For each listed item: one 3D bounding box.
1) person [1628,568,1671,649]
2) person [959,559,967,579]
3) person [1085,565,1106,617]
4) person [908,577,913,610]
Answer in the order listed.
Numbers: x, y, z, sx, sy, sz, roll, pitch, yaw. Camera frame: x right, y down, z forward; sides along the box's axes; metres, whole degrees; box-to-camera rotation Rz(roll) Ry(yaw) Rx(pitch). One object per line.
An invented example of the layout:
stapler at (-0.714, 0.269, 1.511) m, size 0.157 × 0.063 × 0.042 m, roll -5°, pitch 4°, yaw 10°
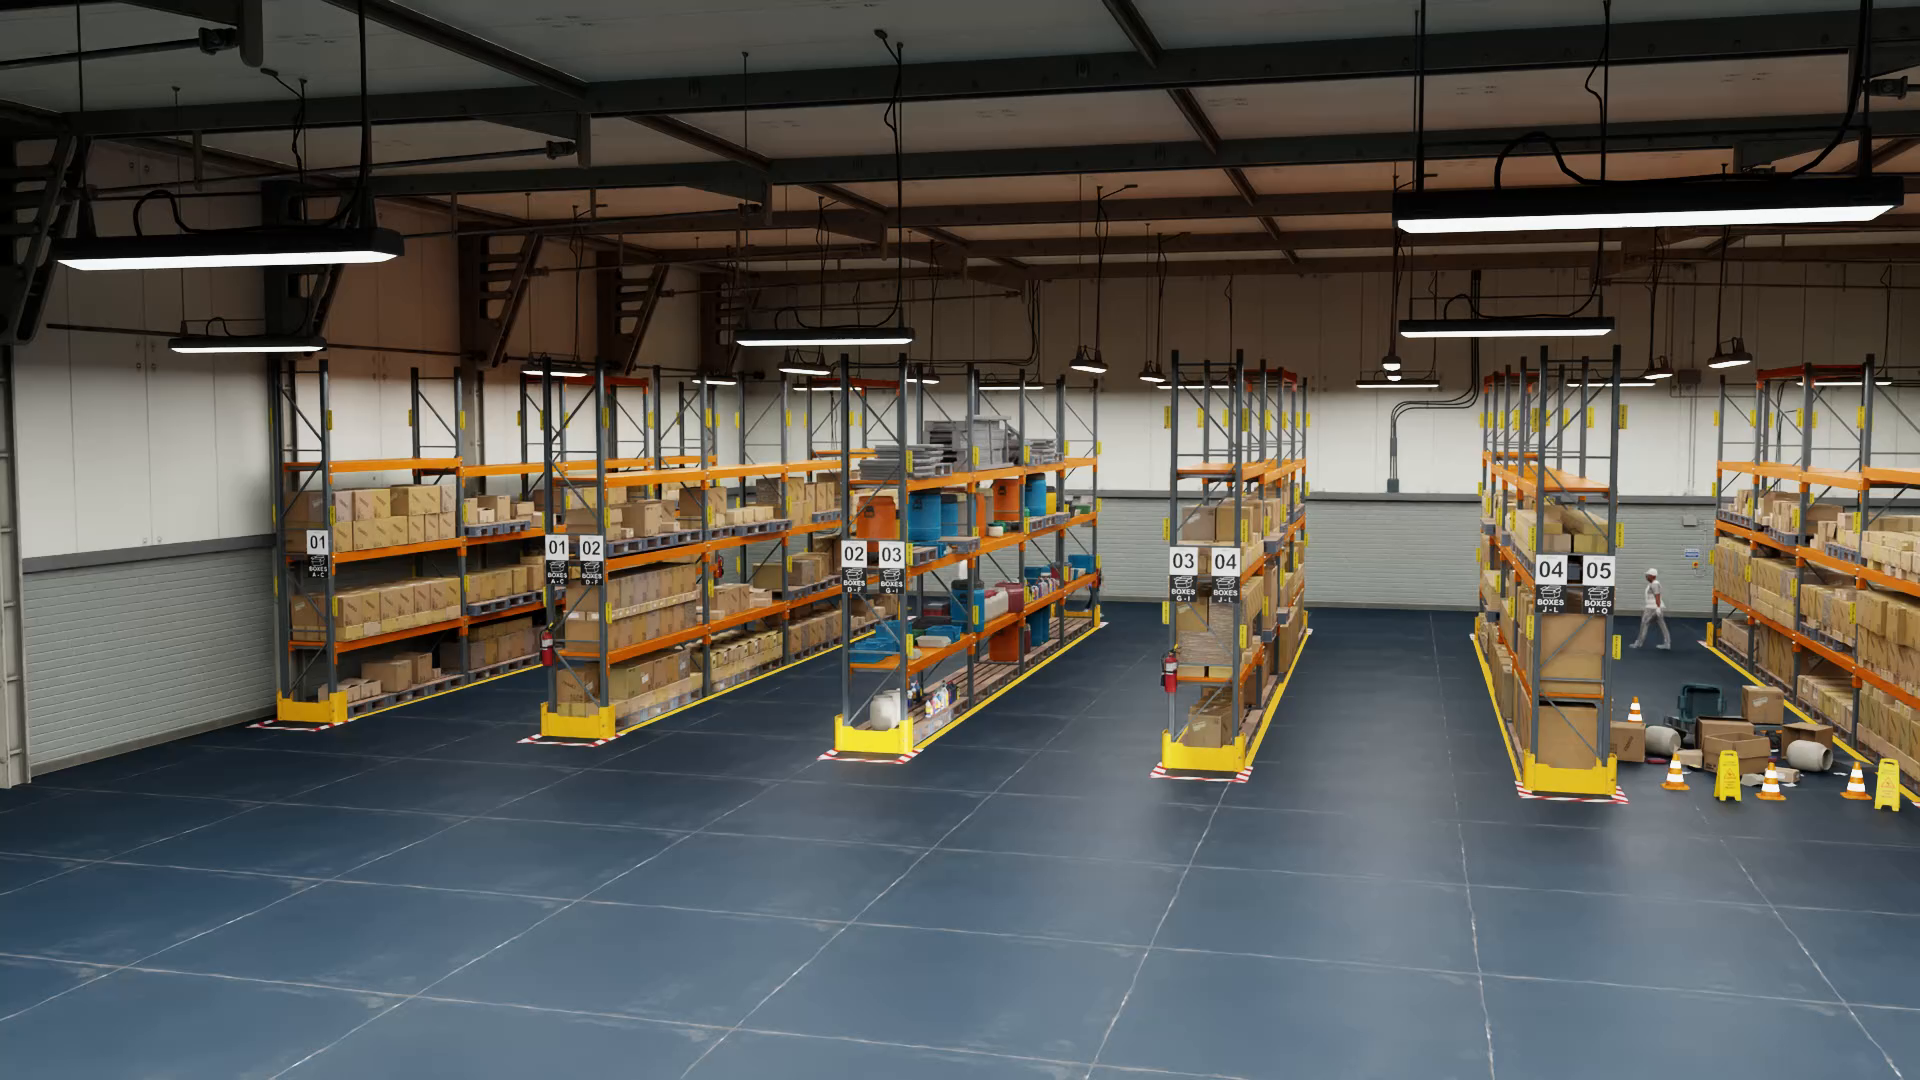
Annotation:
person at (15.164, 1.498, 36.426) m, size 0.483 × 1.753 × 0.869 m, roll -3°, pitch 5°, yaw -40°
person at (0.133, 1.150, 41.273) m, size 0.480 × 1.792 × 0.632 m, roll 0°, pitch 4°, yaw 6°
person at (3.443, 1.166, 42.359) m, size 0.415 × 1.542 × 0.962 m, roll -2°, pitch 5°, yaw -31°
person at (-1.456, 0.964, 43.661) m, size 0.476 × 1.763 × 0.602 m, roll 1°, pitch 4°, yaw 15°
